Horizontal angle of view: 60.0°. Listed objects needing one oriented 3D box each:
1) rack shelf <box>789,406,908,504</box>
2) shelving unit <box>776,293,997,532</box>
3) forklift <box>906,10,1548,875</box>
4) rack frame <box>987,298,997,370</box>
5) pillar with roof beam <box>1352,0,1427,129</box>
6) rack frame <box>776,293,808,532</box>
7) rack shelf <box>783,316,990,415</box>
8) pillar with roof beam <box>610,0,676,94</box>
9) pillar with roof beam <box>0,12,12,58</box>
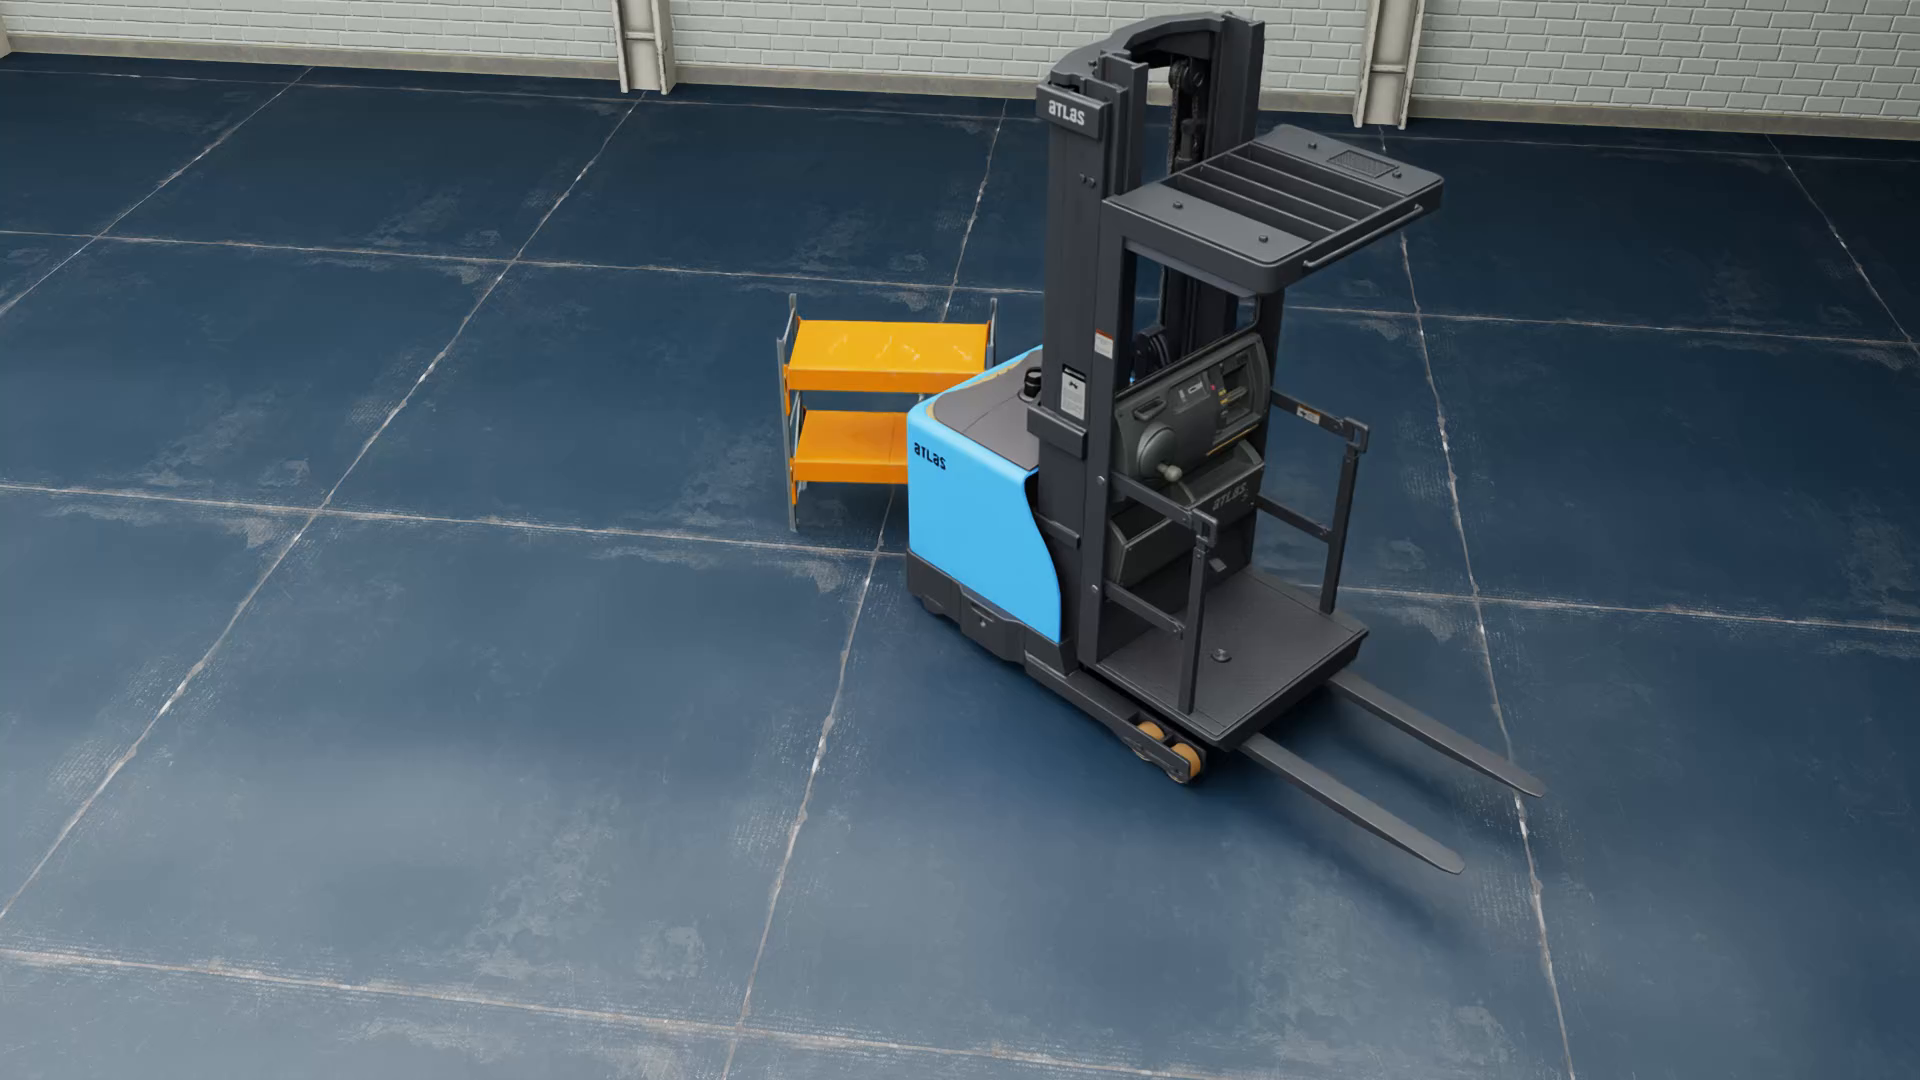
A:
[{"bbox_3d":[-0.350,-0.432,8.665,1.000,0.278,0.538,2,36,2],"label":"rack shelf"},{"bbox_3d":[-0.350,-0.631,8.523,1.048,1.125,0.538,2,36,2],"label":"shelving unit"},{"bbox_3d":[1.120,-0.491,6.772,1.130,2.935,3.031,-29,45,-34],"label":"forklift"},{"bbox_3d":[0.158,-0.616,8.501,0.032,1.125,0.500,2,36,2],"label":"rack frame"},{"bbox_3d":[2.802,-4.535,7.215,0.400,9.000,9.100,4,36,6],"label":"pillar with roof beam"},{"bbox_3d":[-0.857,-0.646,8.544,0.032,1.125,0.500,2,36,2],"label":"rack frame"},{"bbox_3d":[-0.350,-0.869,8.353,1.000,0.278,0.538,2,36,2],"label":"rack shelf"},{"bbox_3d":[-3.150,-4.979,7.837,0.400,9.000,9.100,4,36,6],"label":"pillar with roof beam"},{"bbox_3d":[-9.101,-5.423,8.459,0.400,9.000,9.100,4,36,6],"label":"pillar with roof beam"}]
